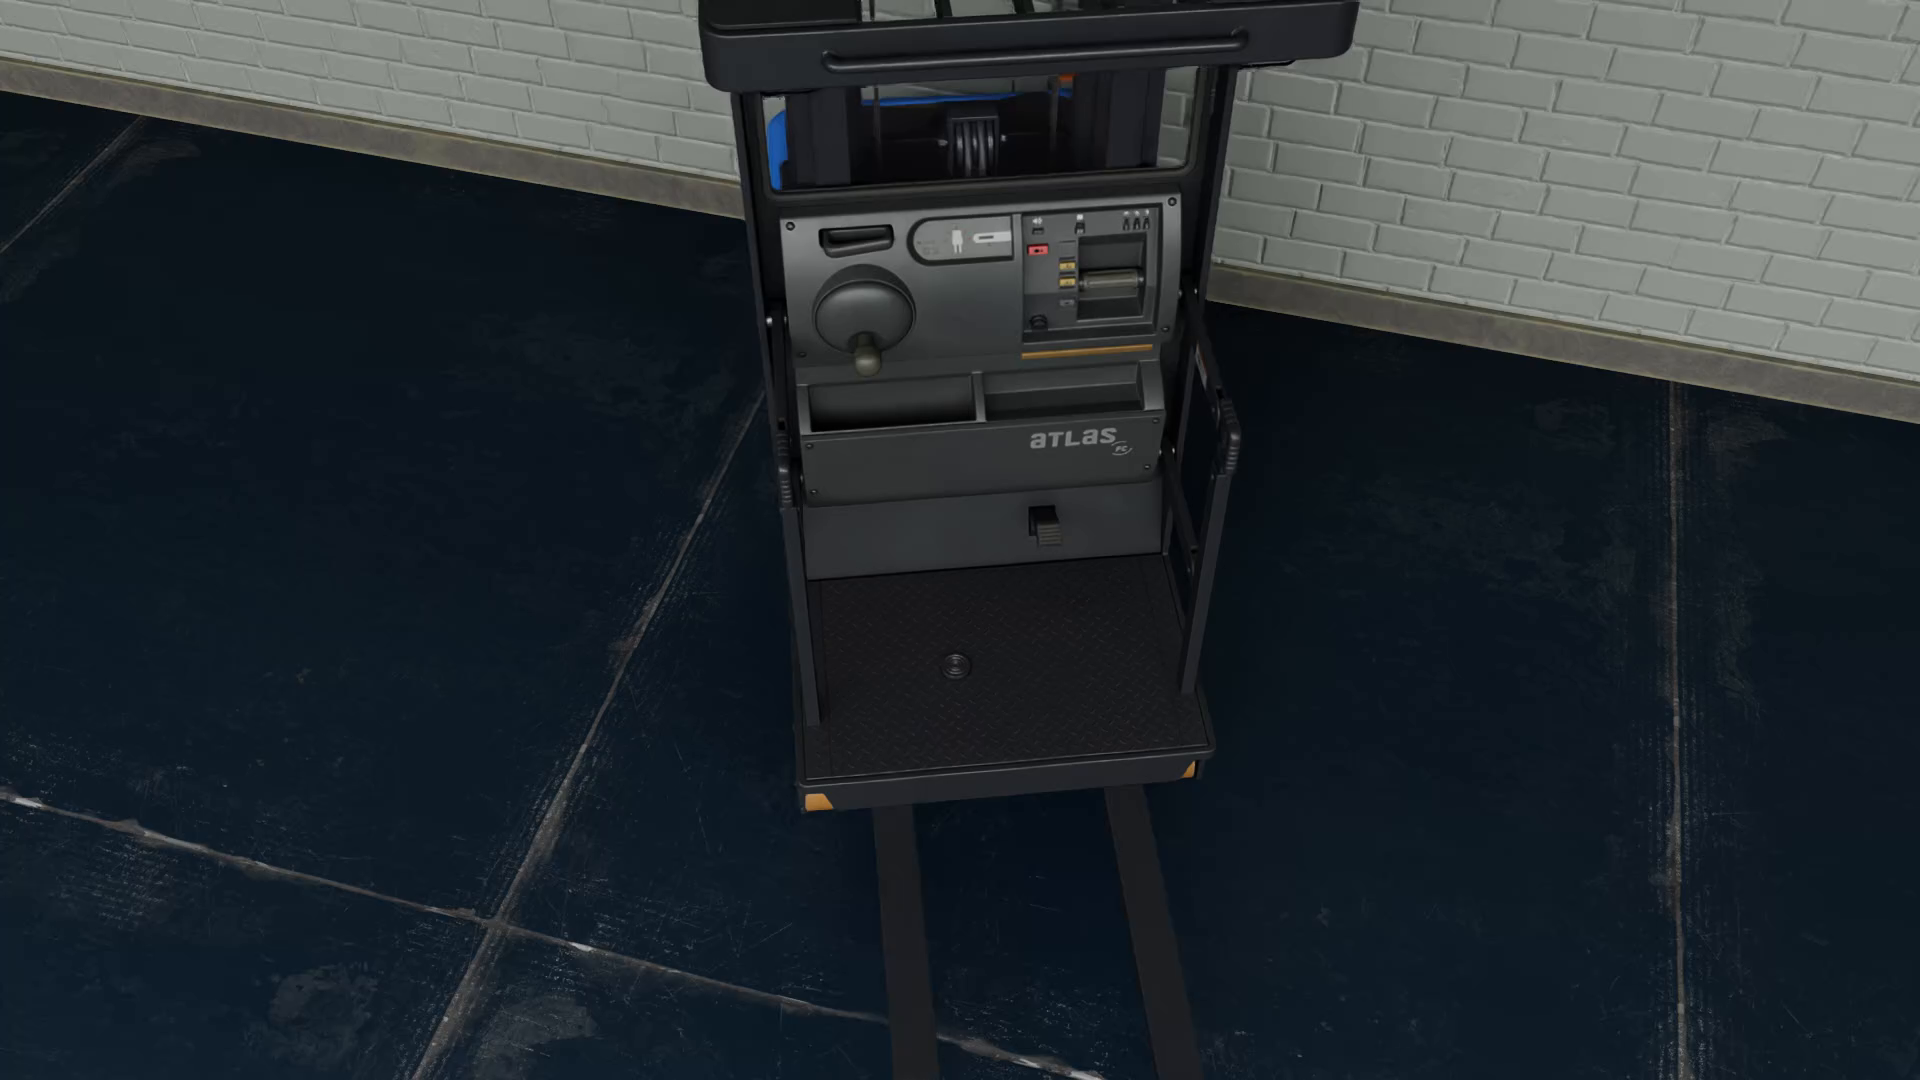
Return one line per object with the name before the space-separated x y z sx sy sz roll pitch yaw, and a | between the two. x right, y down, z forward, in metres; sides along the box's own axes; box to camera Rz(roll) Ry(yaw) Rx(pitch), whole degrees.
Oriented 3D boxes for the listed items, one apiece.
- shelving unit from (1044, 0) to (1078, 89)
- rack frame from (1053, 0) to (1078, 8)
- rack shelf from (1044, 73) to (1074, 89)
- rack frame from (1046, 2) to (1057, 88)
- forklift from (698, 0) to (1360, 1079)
shelving unit | 0.397 -1.235 5.529 0.258 1.200 0.189 5 40 4
rack frame | 0.406 -1.293 5.599 0.240 1.200 0.006 5 40 4
rack shelf | 0.402 -1.476 5.326 0.258 0.103 0.180 5 40 4
rack frame | 0.387 -1.176 5.460 0.240 1.200 0.006 5 40 4
forklift | 0.079 -0.503 3.739 1.130 2.935 3.031 -4 49 -4
